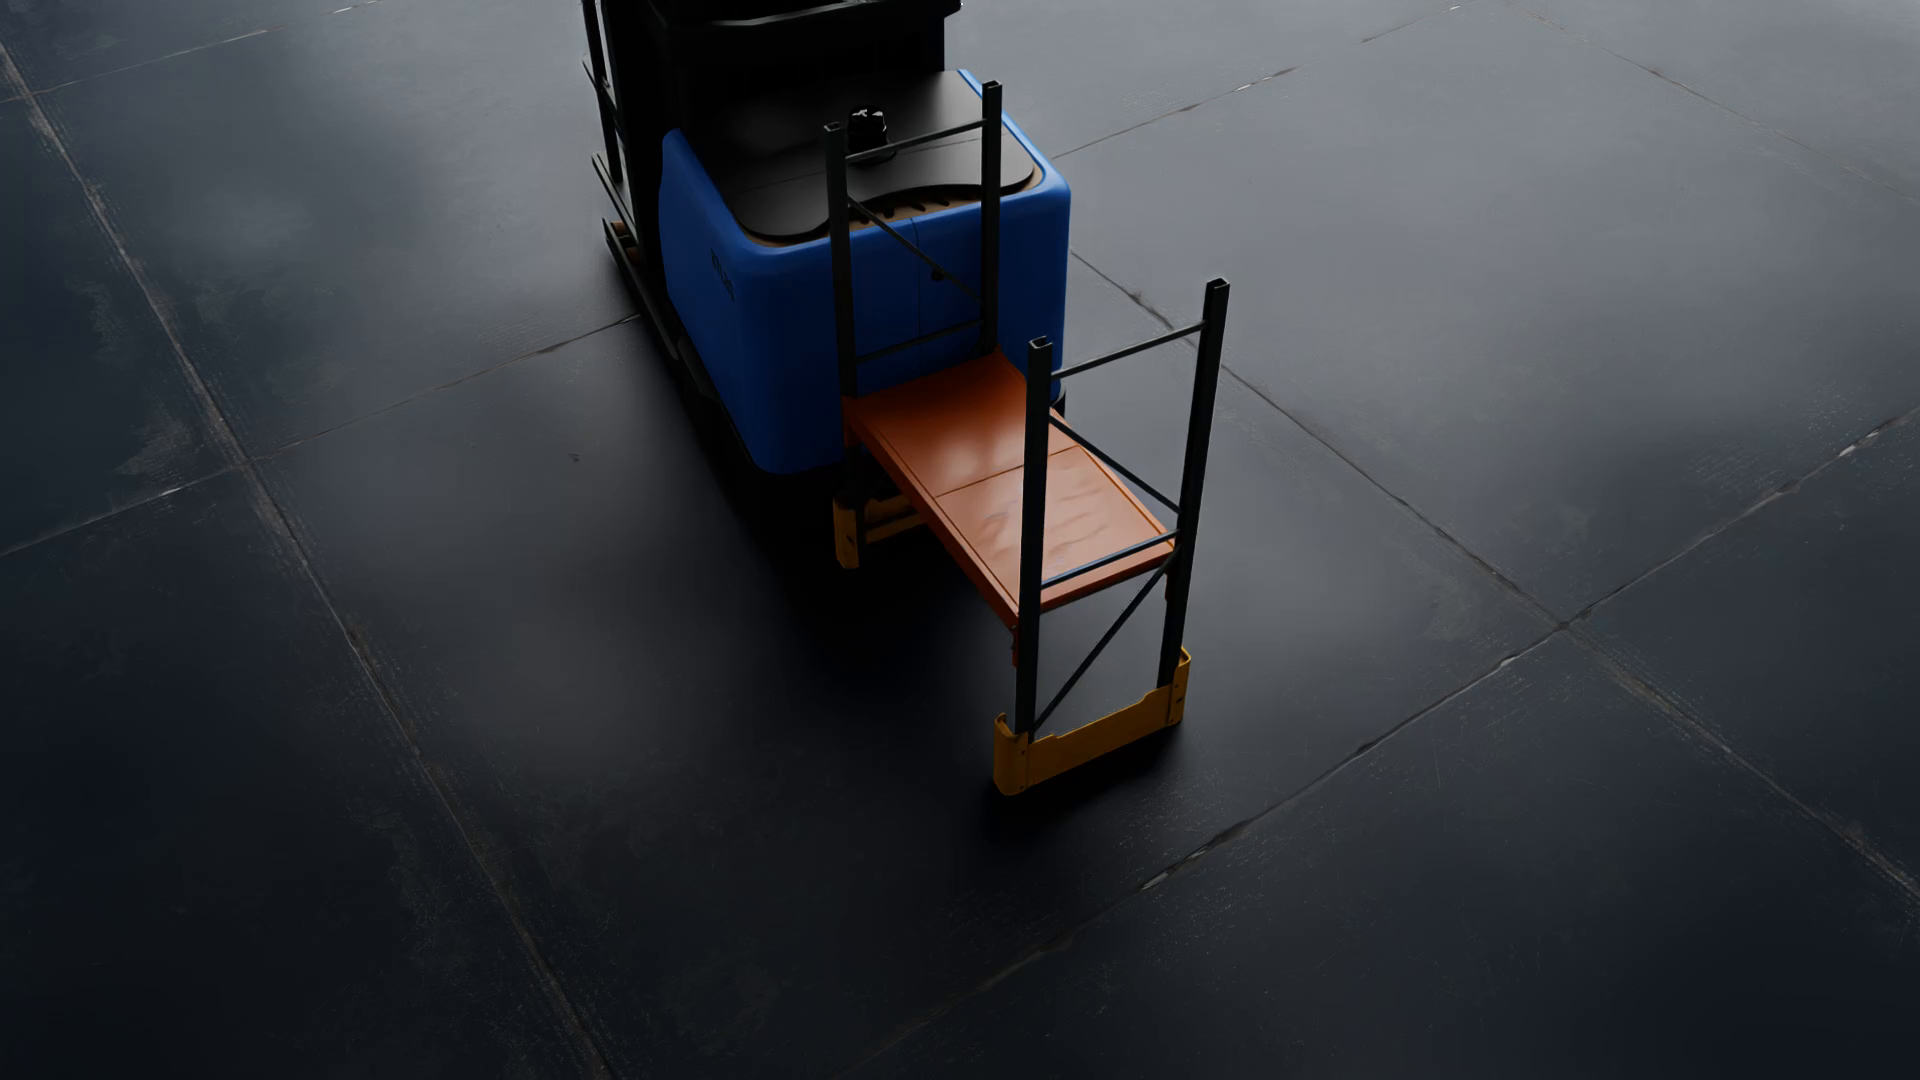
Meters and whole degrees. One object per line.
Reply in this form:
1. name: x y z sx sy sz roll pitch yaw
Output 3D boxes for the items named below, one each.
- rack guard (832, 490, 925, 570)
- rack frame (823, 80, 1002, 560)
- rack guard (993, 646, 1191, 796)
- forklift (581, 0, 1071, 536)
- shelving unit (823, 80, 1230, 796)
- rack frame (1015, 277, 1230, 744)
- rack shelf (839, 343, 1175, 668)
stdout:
1. rack guard: -0.116 -0.114 5.188 0.587 0.250 0.087 -21 47 -20
2. rack frame: -0.116 -0.567 4.758 0.500 1.500 0.032 -21 47 -20
3. rack guard: 0.362 0.490 4.556 0.587 0.250 0.087 -21 47 -20
4. forklift: -0.705 -2.101 5.328 1.130 2.935 3.031 -16 46 -16
5. shelving unit: 0.123 -0.264 4.441 0.587 1.500 1.083 -21 47 -20
6. rack frame: 0.371 0.049 4.112 0.500 1.500 0.032 -21 47 -20
7. rack shelf: 0.127 -0.129 4.559 0.538 0.185 1.000 -21 47 -20
